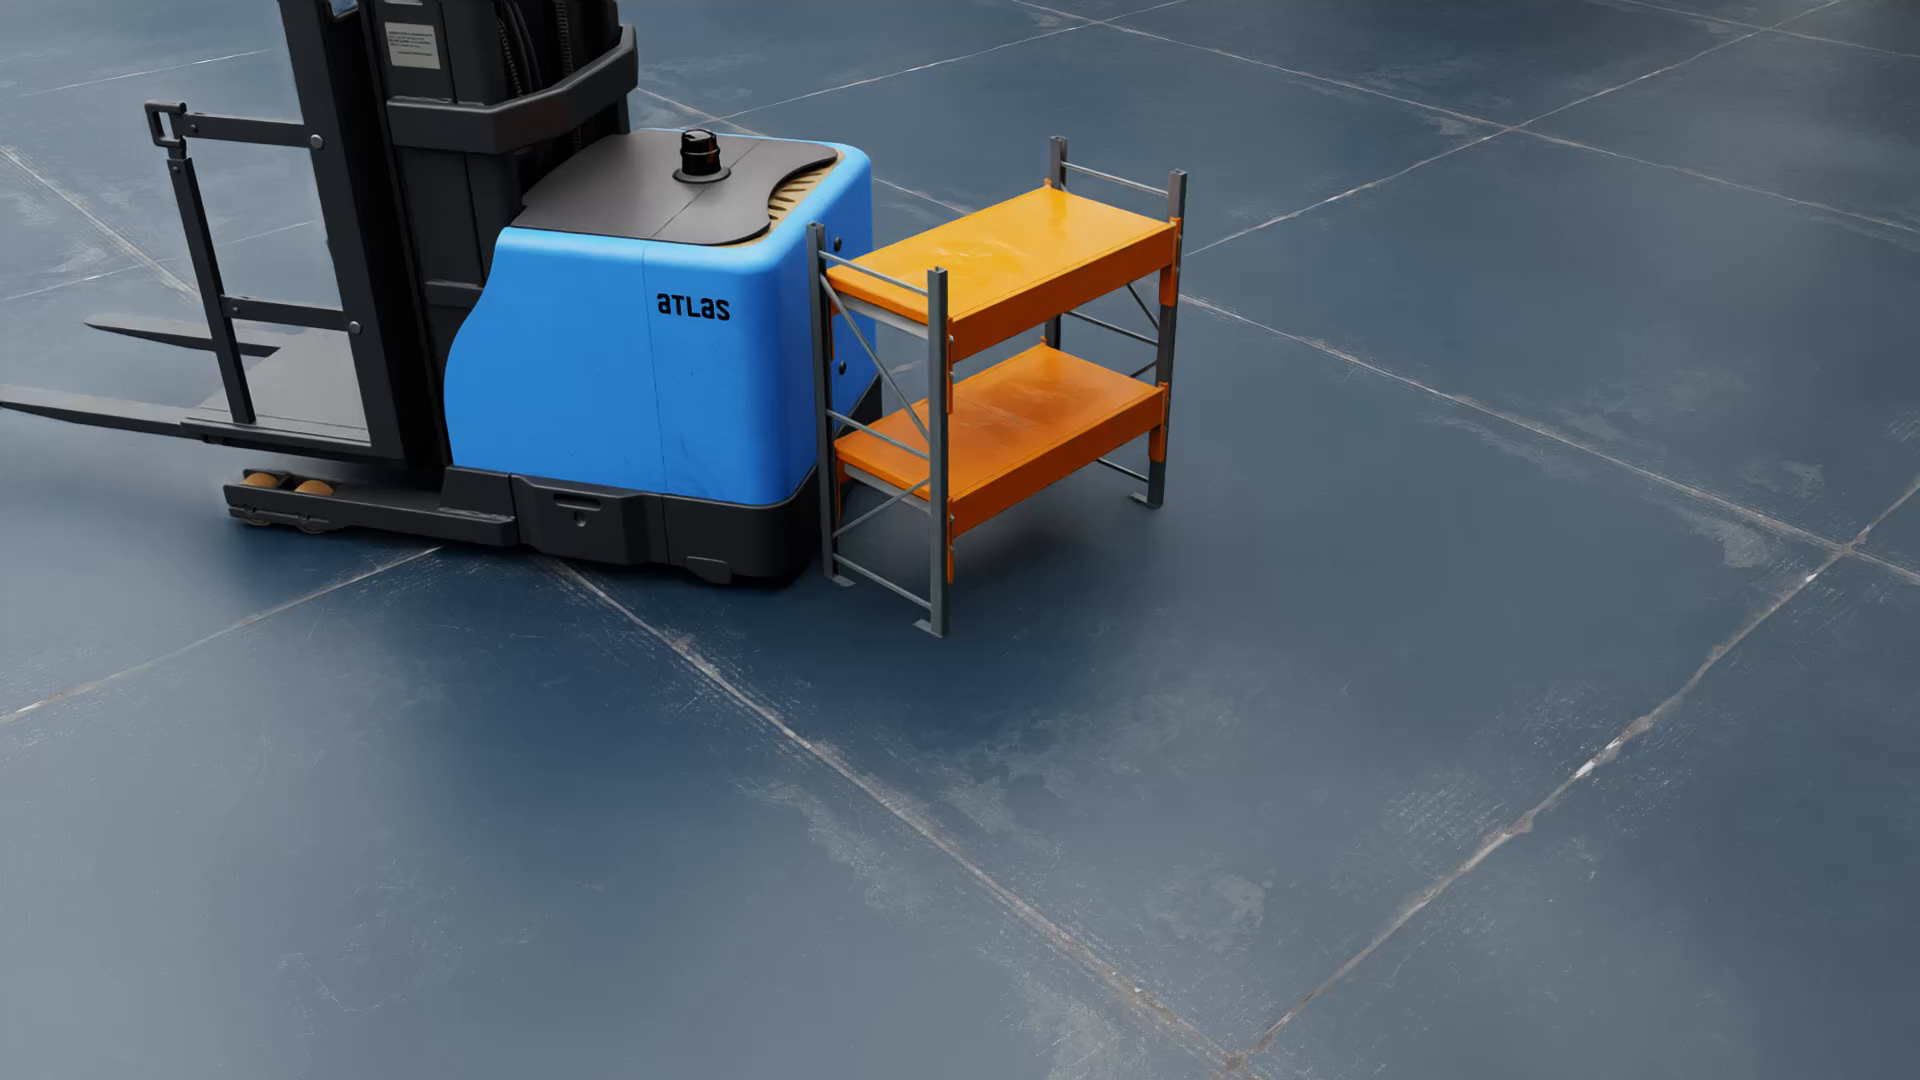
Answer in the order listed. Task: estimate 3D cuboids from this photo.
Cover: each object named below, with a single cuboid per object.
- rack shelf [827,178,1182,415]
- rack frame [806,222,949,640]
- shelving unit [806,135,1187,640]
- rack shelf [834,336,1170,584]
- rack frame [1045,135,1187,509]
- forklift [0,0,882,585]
[{"bbox_3d":[0.123,-0.732,4.807,0.538,0.278,1.000,26,40,36],"label":"rack shelf"},{"bbox_3d":[-0.224,-0.288,4.643,0.500,1.125,0.032,26,40,36],"label":"rack frame"},{"bbox_3d":[0.123,-0.482,4.960,0.538,1.125,1.048,26,40,36],"label":"shelving unit"},{"bbox_3d":[0.123,-0.273,5.087,0.538,0.278,1.000,26,40,36],"label":"rack shelf"},{"bbox_3d":[0.471,-0.676,5.277,0.500,1.125,0.032,26,40,36],"label":"rack frame"},{"bbox_3d":[-1.839,-1.527,4.937,3.031,2.935,1.130,8,32,12],"label":"forklift"}]
